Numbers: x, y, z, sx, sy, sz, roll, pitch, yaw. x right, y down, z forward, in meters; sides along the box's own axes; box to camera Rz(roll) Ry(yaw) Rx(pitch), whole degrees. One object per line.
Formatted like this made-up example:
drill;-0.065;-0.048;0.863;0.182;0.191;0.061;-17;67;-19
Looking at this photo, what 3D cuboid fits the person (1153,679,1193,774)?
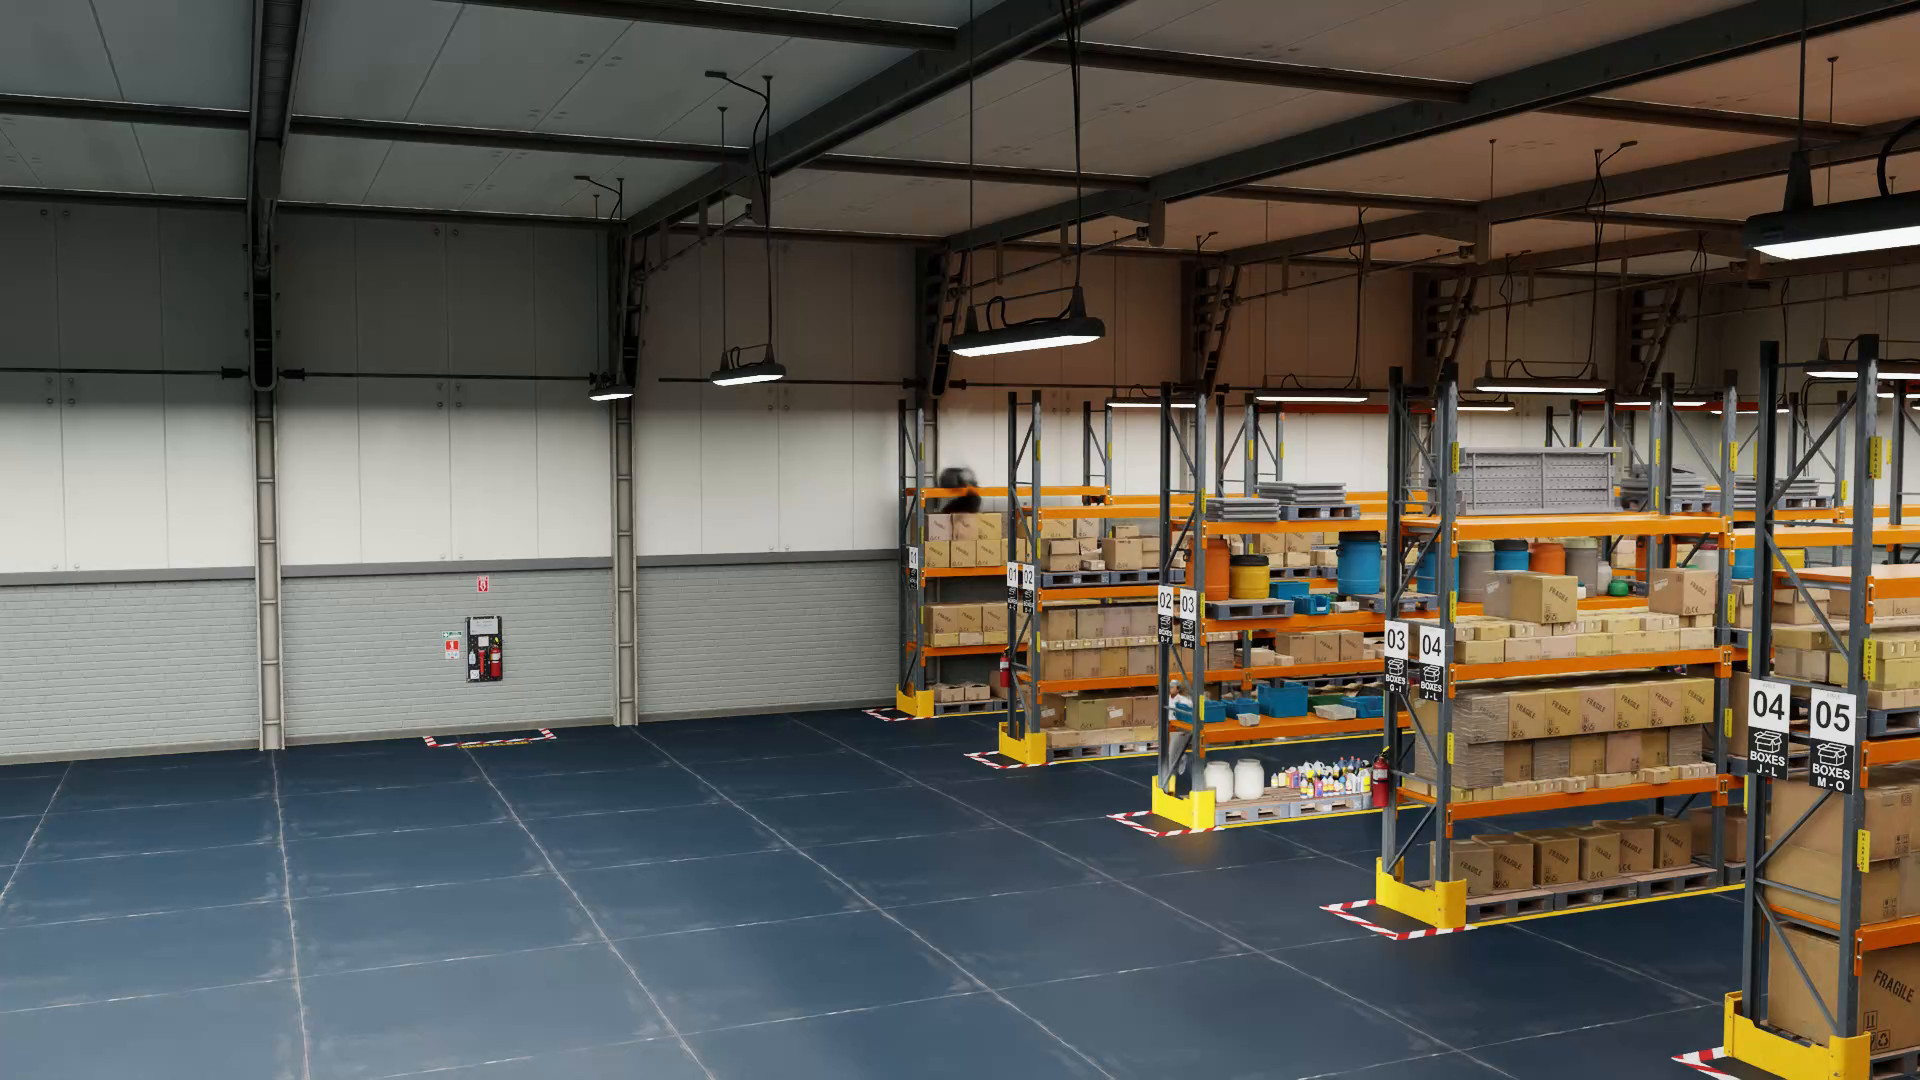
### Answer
person;3.207;2.899;24.893;0.861;1.631;0.621;-3;5;-43
